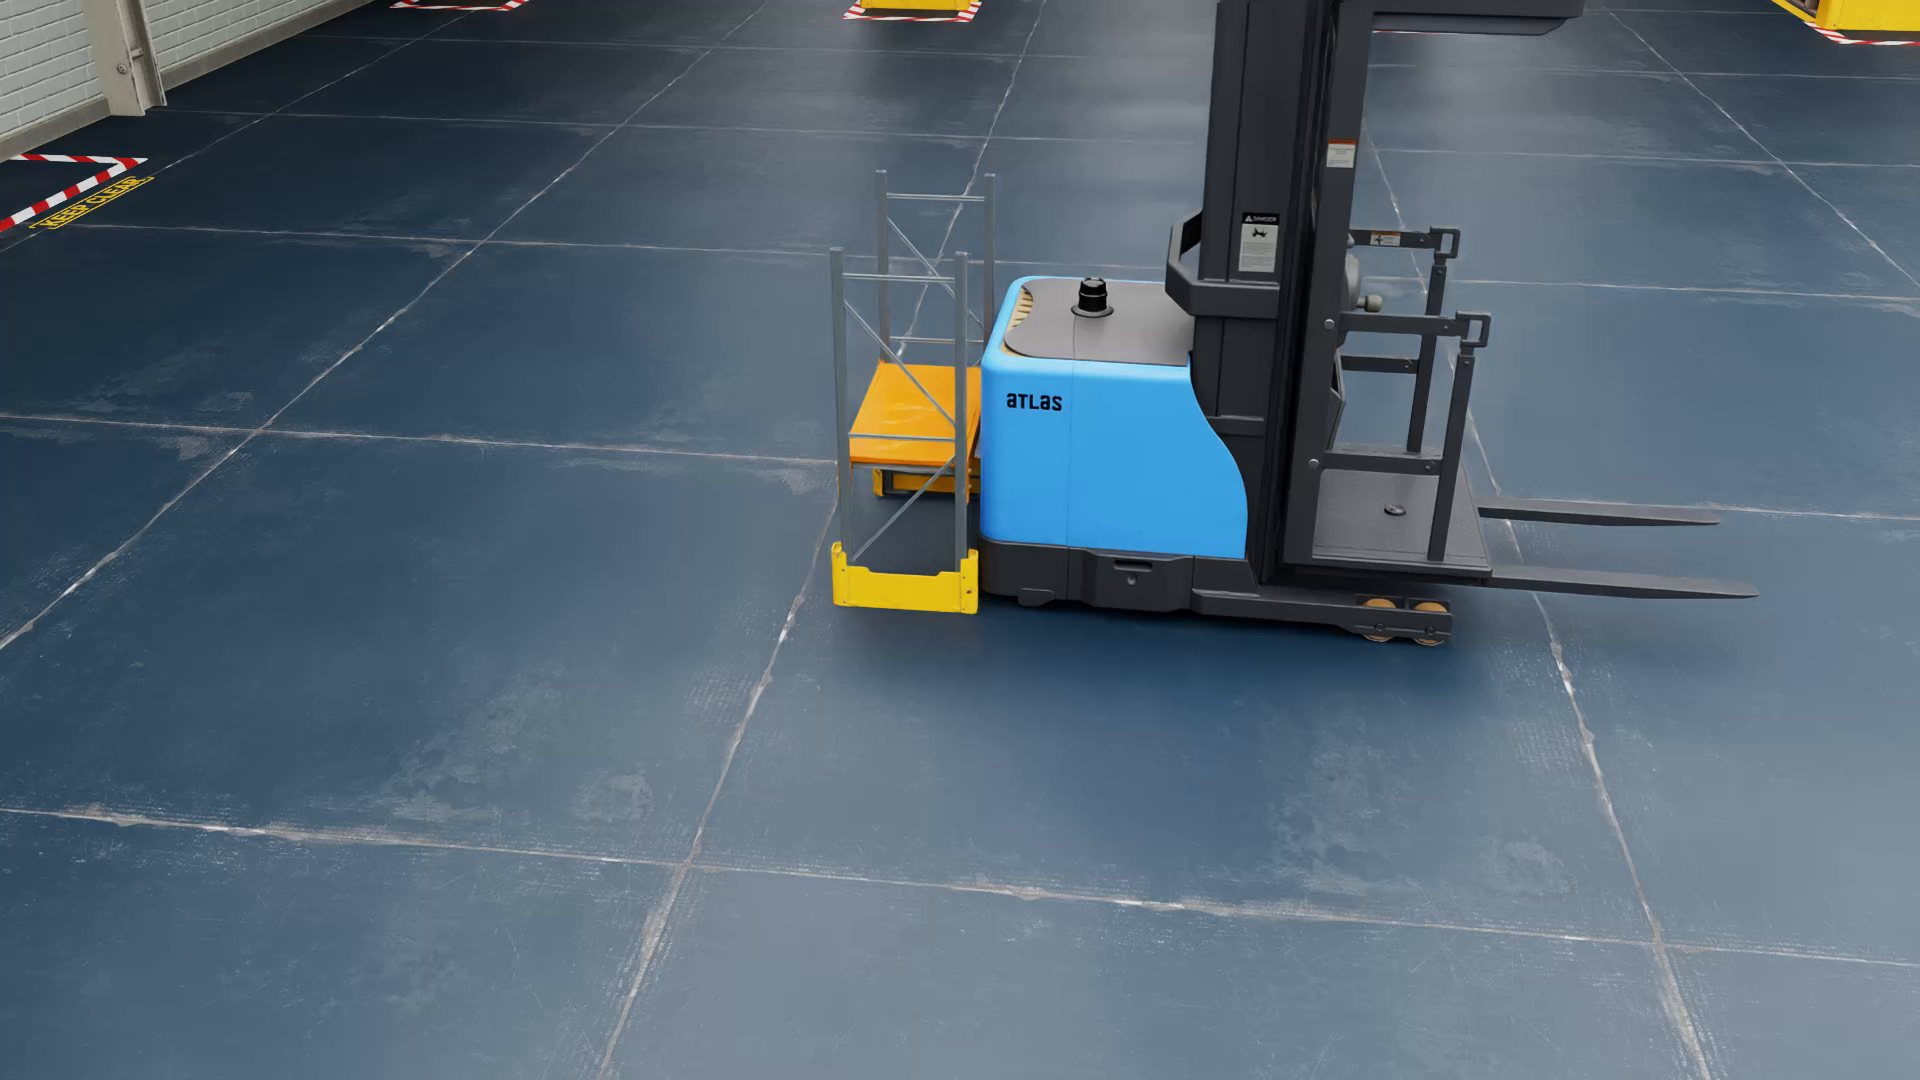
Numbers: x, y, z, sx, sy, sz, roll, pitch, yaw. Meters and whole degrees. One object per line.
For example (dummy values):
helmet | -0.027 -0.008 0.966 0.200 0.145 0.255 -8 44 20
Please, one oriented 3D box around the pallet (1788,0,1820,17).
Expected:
pallet | 9.498 -5.703 17.613 1.003 0.211 1.213 3 28 6

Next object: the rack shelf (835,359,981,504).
rack shelf | -0.163 -0.470 6.921 0.538 0.185 1.000 3 28 6

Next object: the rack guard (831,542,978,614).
rack guard | -0.221 0.152 6.704 0.587 0.250 0.087 3 28 6

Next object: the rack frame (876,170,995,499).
rack frame | -0.102 -0.868 7.280 0.500 1.500 0.032 3 28 6

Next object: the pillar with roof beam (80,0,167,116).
pillar with roof beam | -2.630 -7.324 11.358 9.100 9.000 0.400 3 28 6

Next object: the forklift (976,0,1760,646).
forklift | 1.629 -1.149 6.293 3.031 2.935 1.130 4 29 8

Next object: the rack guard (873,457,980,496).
rack guard | -0.102 -0.317 7.575 0.587 0.250 0.087 3 28 6

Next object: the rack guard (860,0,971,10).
rack guard | -0.480 -5.980 17.823 1.175 0.500 0.348 3 28 6

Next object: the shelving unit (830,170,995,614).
shelving unit | -0.162 -0.633 6.843 0.587 1.500 1.083 3 28 6

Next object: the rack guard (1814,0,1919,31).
rack guard | 9.363 -5.450 16.839 1.175 0.500 0.348 3 28 6

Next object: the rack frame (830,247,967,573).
rack frame | -0.224 -0.389 6.391 0.500 1.500 0.032 3 28 6
